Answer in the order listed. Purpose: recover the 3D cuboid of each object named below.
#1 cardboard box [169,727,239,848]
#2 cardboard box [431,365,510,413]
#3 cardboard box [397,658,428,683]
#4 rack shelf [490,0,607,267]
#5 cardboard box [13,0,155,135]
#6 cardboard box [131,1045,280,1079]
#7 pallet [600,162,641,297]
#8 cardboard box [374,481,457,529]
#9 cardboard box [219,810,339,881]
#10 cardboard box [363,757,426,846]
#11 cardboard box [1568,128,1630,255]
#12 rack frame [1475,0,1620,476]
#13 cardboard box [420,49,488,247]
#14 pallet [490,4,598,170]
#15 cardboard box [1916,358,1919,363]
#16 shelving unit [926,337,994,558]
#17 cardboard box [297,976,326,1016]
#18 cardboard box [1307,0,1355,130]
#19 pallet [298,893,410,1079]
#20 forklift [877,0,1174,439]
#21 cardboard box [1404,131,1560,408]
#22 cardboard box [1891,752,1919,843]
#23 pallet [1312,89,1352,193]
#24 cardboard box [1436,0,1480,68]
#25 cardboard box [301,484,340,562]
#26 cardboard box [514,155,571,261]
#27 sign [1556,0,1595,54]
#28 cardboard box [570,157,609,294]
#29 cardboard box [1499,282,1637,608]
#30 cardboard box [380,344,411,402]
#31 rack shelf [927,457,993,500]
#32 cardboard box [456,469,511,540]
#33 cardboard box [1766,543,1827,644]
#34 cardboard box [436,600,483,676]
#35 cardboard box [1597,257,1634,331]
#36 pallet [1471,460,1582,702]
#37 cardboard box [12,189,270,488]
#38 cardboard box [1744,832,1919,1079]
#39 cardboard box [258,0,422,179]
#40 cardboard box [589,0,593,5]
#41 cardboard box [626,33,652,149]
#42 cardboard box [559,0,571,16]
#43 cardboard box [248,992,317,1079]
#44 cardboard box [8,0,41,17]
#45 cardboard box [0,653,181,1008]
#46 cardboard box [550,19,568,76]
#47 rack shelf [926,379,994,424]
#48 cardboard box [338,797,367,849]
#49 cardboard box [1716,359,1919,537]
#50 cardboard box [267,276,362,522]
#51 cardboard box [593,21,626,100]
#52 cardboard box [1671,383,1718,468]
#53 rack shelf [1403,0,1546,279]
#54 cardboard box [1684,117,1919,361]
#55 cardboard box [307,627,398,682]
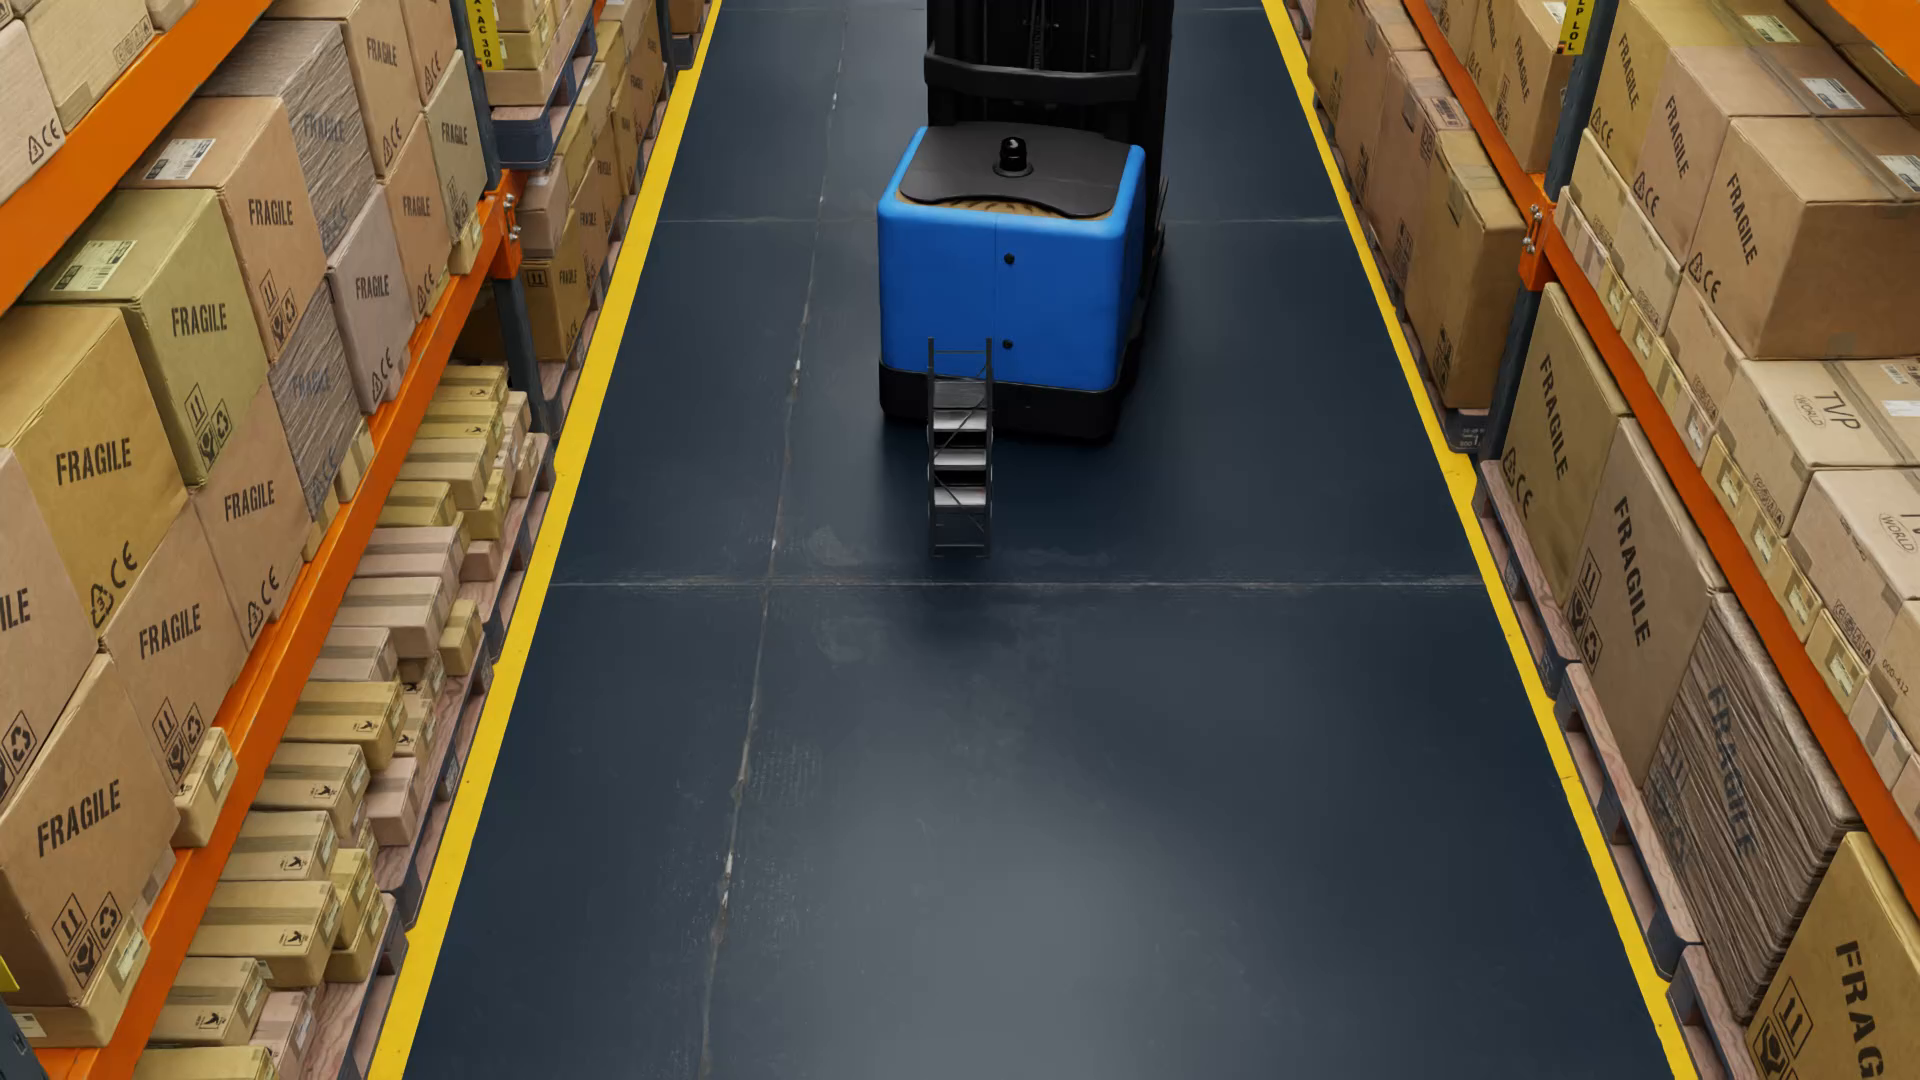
[{"bbox_3d":[-1.910,0.573,3.838,0.380,0.149,0.250,-1,39,-1],"label":"cardboard box"},{"bbox_3d":[-1.993,-0.558,6.516,0.380,0.149,0.250,1,39,1],"label":"cardboard box"},{"bbox_3d":[-2.002,0.353,5.617,0.380,0.149,0.250,-2,39,-2],"label":"cardboard box"},{"bbox_3d":[-2.256,-2.467,8.004,1.077,0.370,4.000,0,39,0],"label":"rack shelf"},{"bbox_3d":[-2.003,-1.039,3.370,0.500,0.250,0.500,-1,39,-2],"label":"cardboard box"},{"bbox_3d":[-1.910,1.393,4.081,0.380,0.149,0.250,-2,39,-2],"label":"cardboard box"},{"bbox_3d":[-2.260,-1.660,8.653,1.003,0.211,1.213,0,39,0],"label":"pallet"},{"bbox_3d":[-2.023,-0.080,5.919,0.380,0.149,0.250,1,39,1],"label":"cardboard box"},{"bbox_3d":[-1.986,0.908,4.686,0.380,0.149,0.250,-2,39,-2],"label":"cardboard box"},{"bbox_3d":[-1.918,0.831,5.258,0.380,0.149,0.250,-2,39,-2],"label":"cardboard box"},{"bbox_3d":[2.445,-1.200,5.731,0.500,0.250,0.500,-1,39,-1],"label":"cardboard box"},{"bbox_3d":[2.707,-1.437,6.144,1.000,3.000,0.127,0,39,0],"label":"rack frame"},{"bbox_3d":[-1.970,-1.349,5.717,0.500,0.500,0.500,0,39,0],"label":"cardboard box"},{"bbox_3d":[-2.109,-1.900,6.875,1.003,0.211,1.213,0,39,0],"label":"pallet"},{"bbox_3d":[2.973,-0.576,4.952,0.500,0.250,0.500,1,39,1],"label":"cardboard box"},{"bbox_3d":[0.000,-0.346,6.462,0.258,0.900,0.210,0,39,0],"label":"shelving unit"},{"bbox_3d":[-2.019,1.307,4.665,0.380,0.149,0.250,0,39,0],"label":"cardboard box"},{"bbox_3d":[2.682,-2.842,9.260,1.225,0.875,0.875,-2,39,-2],"label":"cardboard box"},{"bbox_3d":[-2.214,1.537,4.663,1.003,0.211,1.213,0,39,0],"label":"pallet"},{"bbox_3d":[0.443,-2.505,7.532,1.130,2.935,3.031,7,39,9],"label":"forklift"},{"bbox_3d":[2.686,-1.172,7.177,1.225,0.875,0.875,0,39,0],"label":"cardboard box"},{"bbox_3d":[2.380,0.620,3.779,0.380,0.149,0.250,0,39,0],"label":"cardboard box"},{"bbox_3d":[2.628,-2.357,9.523,1.003,0.211,1.213,0,39,0],"label":"pallet"},{"bbox_3d":[2.432,-2.404,7.272,0.500,0.500,0.500,0,39,-1],"label":"cardboard box"},{"bbox_3d":[-1.974,-0.075,4.646,0.380,0.149,0.250,1,39,2],"label":"cardboard box"},{"bbox_3d":[-1.990,-1.440,7.212,0.500,0.250,0.500,-2,39,-2],"label":"cardboard box"},{"bbox_3d":[2.164,-1.851,5.799,0.100,0.325,0.005,0,39,0],"label":"sign"},{"bbox_3d":[-1.991,-1.478,7.859,0.500,0.500,0.500,2,39,2],"label":"cardboard box"},{"bbox_3d":[2.627,-0.359,6.162,0.875,0.875,0.875,0,39,0],"label":"cardboard box"},{"bbox_3d":[-1.963,-0.561,5.252,0.380,0.149,0.250,-2,39,-2],"label":"cardboard box"},{"bbox_3d":[0.000,-0.250,6.539,0.258,0.077,0.200,0,39,0],"label":"rack shelf"},{"bbox_3d":[-1.904,-0.130,6.220,0.380,0.149,0.250,-1,39,-2],"label":"cardboard box"},{"bbox_3d":[2.378,0.139,4.379,0.380,0.149,0.250,0,39,0],"label":"cardboard box"},{"bbox_3d":[-1.911,0.344,5.866,0.380,0.149,0.250,0,39,0],"label":"cardboard box"},{"bbox_3d":[2.376,-0.825,5.581,0.380,0.149,0.250,1,39,1],"label":"cardboard box"},{"bbox_3d":[2.629,0.127,6.423,1.003,0.211,1.213,0,39,0],"label":"pallet"},{"bbox_3d":[-1.969,-0.462,3.811,0.500,0.500,0.500,-1,39,-1],"label":"cardboard box"},{"bbox_3d":[2.631,1.330,4.055,0.875,0.875,0.875,0,39,0],"label":"cardboard box"},{"bbox_3d":[-1.976,-1.425,5.012,0.500,0.500,0.500,-1,39,-1],"label":"cardboard box"},{"bbox_3d":[-1.796,-2.455,7.280,0.380,0.149,0.250,-2,39,-2],"label":"cardboard box"},{"bbox_3d":[-1.999,-2.450,9.072,0.500,0.500,0.500,1,39,2],"label":"cardboard box"},{"bbox_3d":[-1.797,-2.249,6.784,0.380,0.149,0.250,1,39,1],"label":"cardboard box"},{"bbox_3d":[-1.937,1.338,4.387,0.380,0.149,0.250,0,39,0],"label":"cardboard box"},{"bbox_3d":[-1.980,-1.219,3.194,0.500,0.250,0.500,0,39,0],"label":"cardboard box"},{"bbox_3d":[-1.973,0.569,3.324,0.500,0.500,0.500,2,39,2],"label":"cardboard box"},{"bbox_3d":[-1.800,-1.982,6.690,0.380,0.149,0.250,1,39,1],"label":"cardboard box"},{"bbox_3d":[0.000,-0.531,6.314,0.258,0.077,0.200,0,39,0],"label":"rack shelf"},{"bbox_3d":[-2.012,0.859,4.986,0.380,0.149,0.250,-2,39,-2],"label":"cardboard box"},{"bbox_3d":[2.440,-0.257,4.554,0.500,0.250,0.500,0,39,0],"label":"cardboard box"},{"bbox_3d":[-1.994,-0.391,4.521,0.500,0.500,0.500,-1,39,-1],"label":"cardboard box"},{"bbox_3d":[-1.999,-2.418,8.432,0.500,0.250,0.500,1,39,1],"label":"cardboard box"},{"bbox_3d":[2.376,-0.343,4.980,0.380,0.149,0.250,0,39,0],"label":"cardboard box"},{"bbox_3d":[2.704,-2.407,7.930,1.077,0.370,4.000,0,39,0],"label":"rack shelf"},{"bbox_3d":[2.450,-0.854,4.699,0.500,0.500,0.500,-1,39,-1],"label":"cardboard box"},{"bbox_3d":[-2.027,0.413,5.304,0.380,0.149,0.250,0,39,0],"label":"cardboard box"}]
